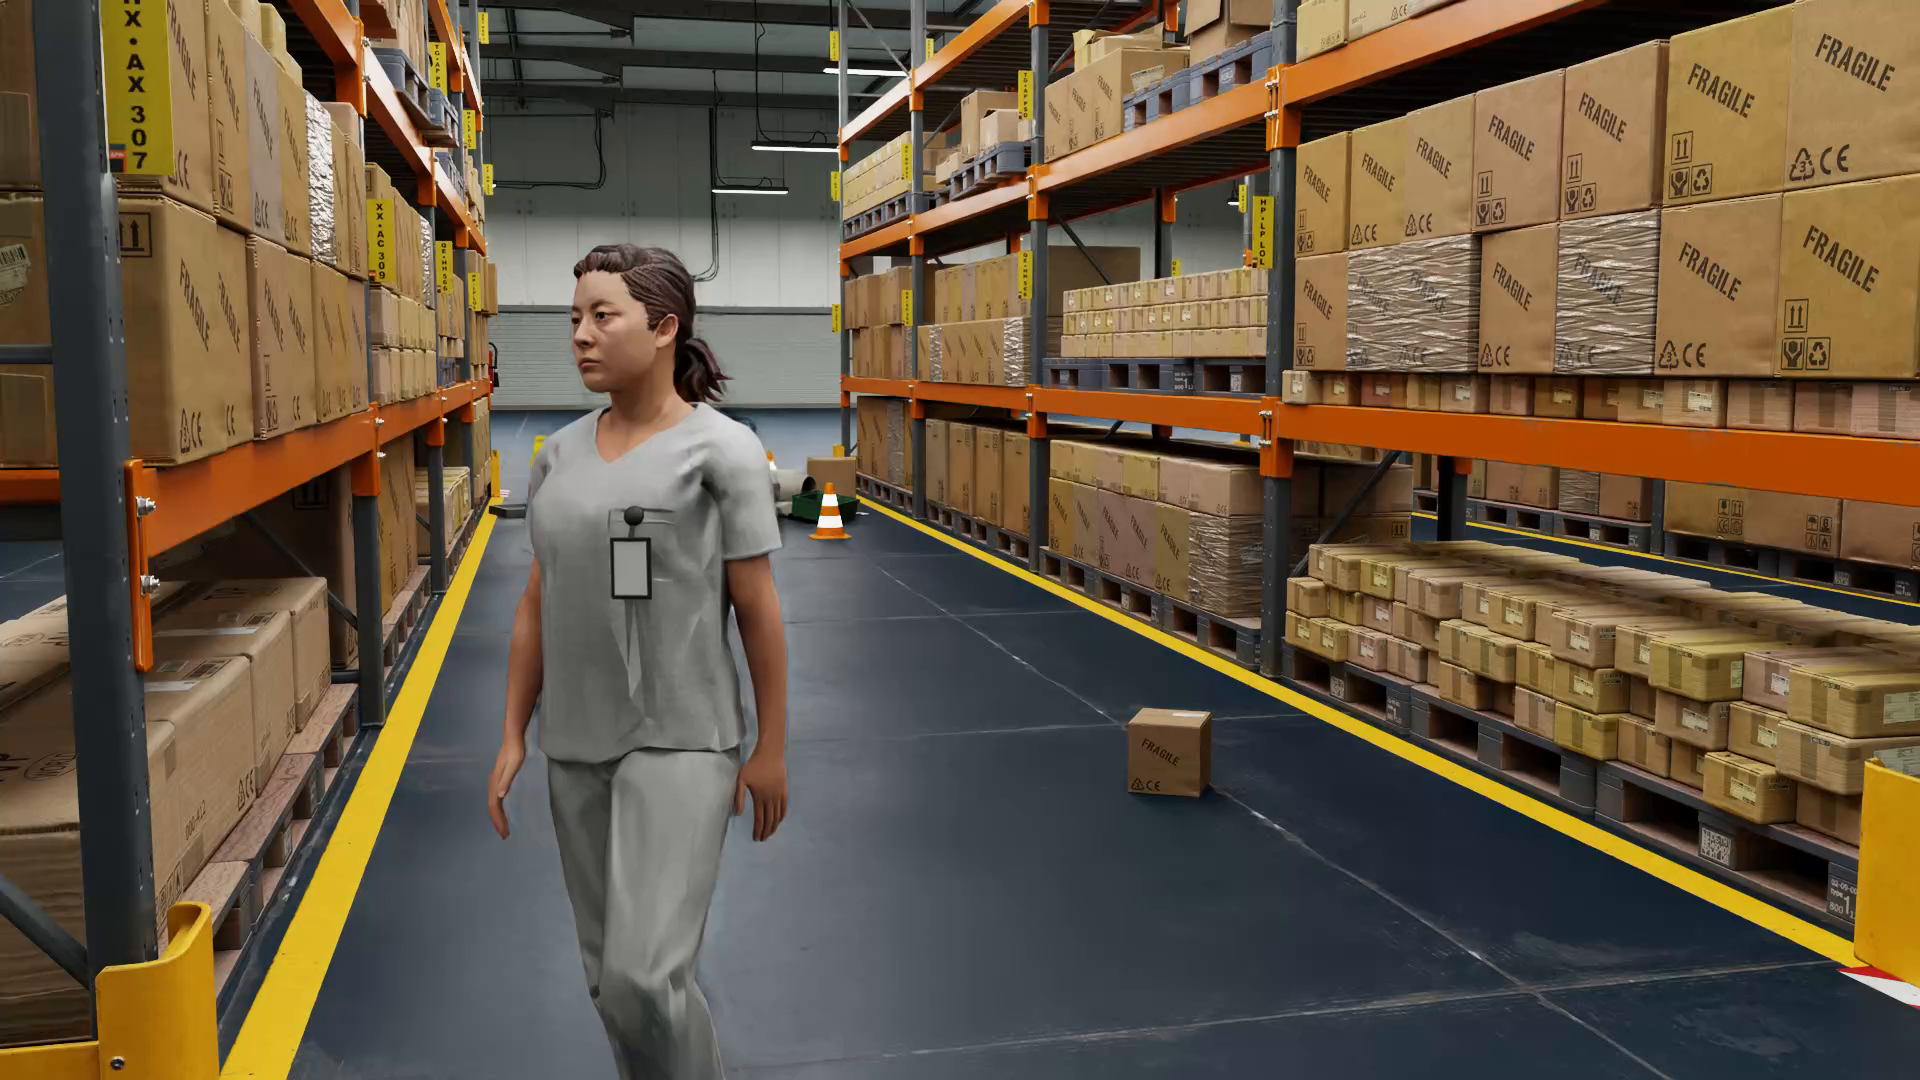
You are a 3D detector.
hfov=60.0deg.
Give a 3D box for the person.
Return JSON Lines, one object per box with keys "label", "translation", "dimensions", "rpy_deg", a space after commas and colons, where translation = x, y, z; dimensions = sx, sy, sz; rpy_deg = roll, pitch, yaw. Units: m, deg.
{"label": "person", "translation": [-0.538, 0.378, 2.677], "dimensions": [0.461, 1.701, 0.476], "rpy_deg": [3, 7, 24]}
